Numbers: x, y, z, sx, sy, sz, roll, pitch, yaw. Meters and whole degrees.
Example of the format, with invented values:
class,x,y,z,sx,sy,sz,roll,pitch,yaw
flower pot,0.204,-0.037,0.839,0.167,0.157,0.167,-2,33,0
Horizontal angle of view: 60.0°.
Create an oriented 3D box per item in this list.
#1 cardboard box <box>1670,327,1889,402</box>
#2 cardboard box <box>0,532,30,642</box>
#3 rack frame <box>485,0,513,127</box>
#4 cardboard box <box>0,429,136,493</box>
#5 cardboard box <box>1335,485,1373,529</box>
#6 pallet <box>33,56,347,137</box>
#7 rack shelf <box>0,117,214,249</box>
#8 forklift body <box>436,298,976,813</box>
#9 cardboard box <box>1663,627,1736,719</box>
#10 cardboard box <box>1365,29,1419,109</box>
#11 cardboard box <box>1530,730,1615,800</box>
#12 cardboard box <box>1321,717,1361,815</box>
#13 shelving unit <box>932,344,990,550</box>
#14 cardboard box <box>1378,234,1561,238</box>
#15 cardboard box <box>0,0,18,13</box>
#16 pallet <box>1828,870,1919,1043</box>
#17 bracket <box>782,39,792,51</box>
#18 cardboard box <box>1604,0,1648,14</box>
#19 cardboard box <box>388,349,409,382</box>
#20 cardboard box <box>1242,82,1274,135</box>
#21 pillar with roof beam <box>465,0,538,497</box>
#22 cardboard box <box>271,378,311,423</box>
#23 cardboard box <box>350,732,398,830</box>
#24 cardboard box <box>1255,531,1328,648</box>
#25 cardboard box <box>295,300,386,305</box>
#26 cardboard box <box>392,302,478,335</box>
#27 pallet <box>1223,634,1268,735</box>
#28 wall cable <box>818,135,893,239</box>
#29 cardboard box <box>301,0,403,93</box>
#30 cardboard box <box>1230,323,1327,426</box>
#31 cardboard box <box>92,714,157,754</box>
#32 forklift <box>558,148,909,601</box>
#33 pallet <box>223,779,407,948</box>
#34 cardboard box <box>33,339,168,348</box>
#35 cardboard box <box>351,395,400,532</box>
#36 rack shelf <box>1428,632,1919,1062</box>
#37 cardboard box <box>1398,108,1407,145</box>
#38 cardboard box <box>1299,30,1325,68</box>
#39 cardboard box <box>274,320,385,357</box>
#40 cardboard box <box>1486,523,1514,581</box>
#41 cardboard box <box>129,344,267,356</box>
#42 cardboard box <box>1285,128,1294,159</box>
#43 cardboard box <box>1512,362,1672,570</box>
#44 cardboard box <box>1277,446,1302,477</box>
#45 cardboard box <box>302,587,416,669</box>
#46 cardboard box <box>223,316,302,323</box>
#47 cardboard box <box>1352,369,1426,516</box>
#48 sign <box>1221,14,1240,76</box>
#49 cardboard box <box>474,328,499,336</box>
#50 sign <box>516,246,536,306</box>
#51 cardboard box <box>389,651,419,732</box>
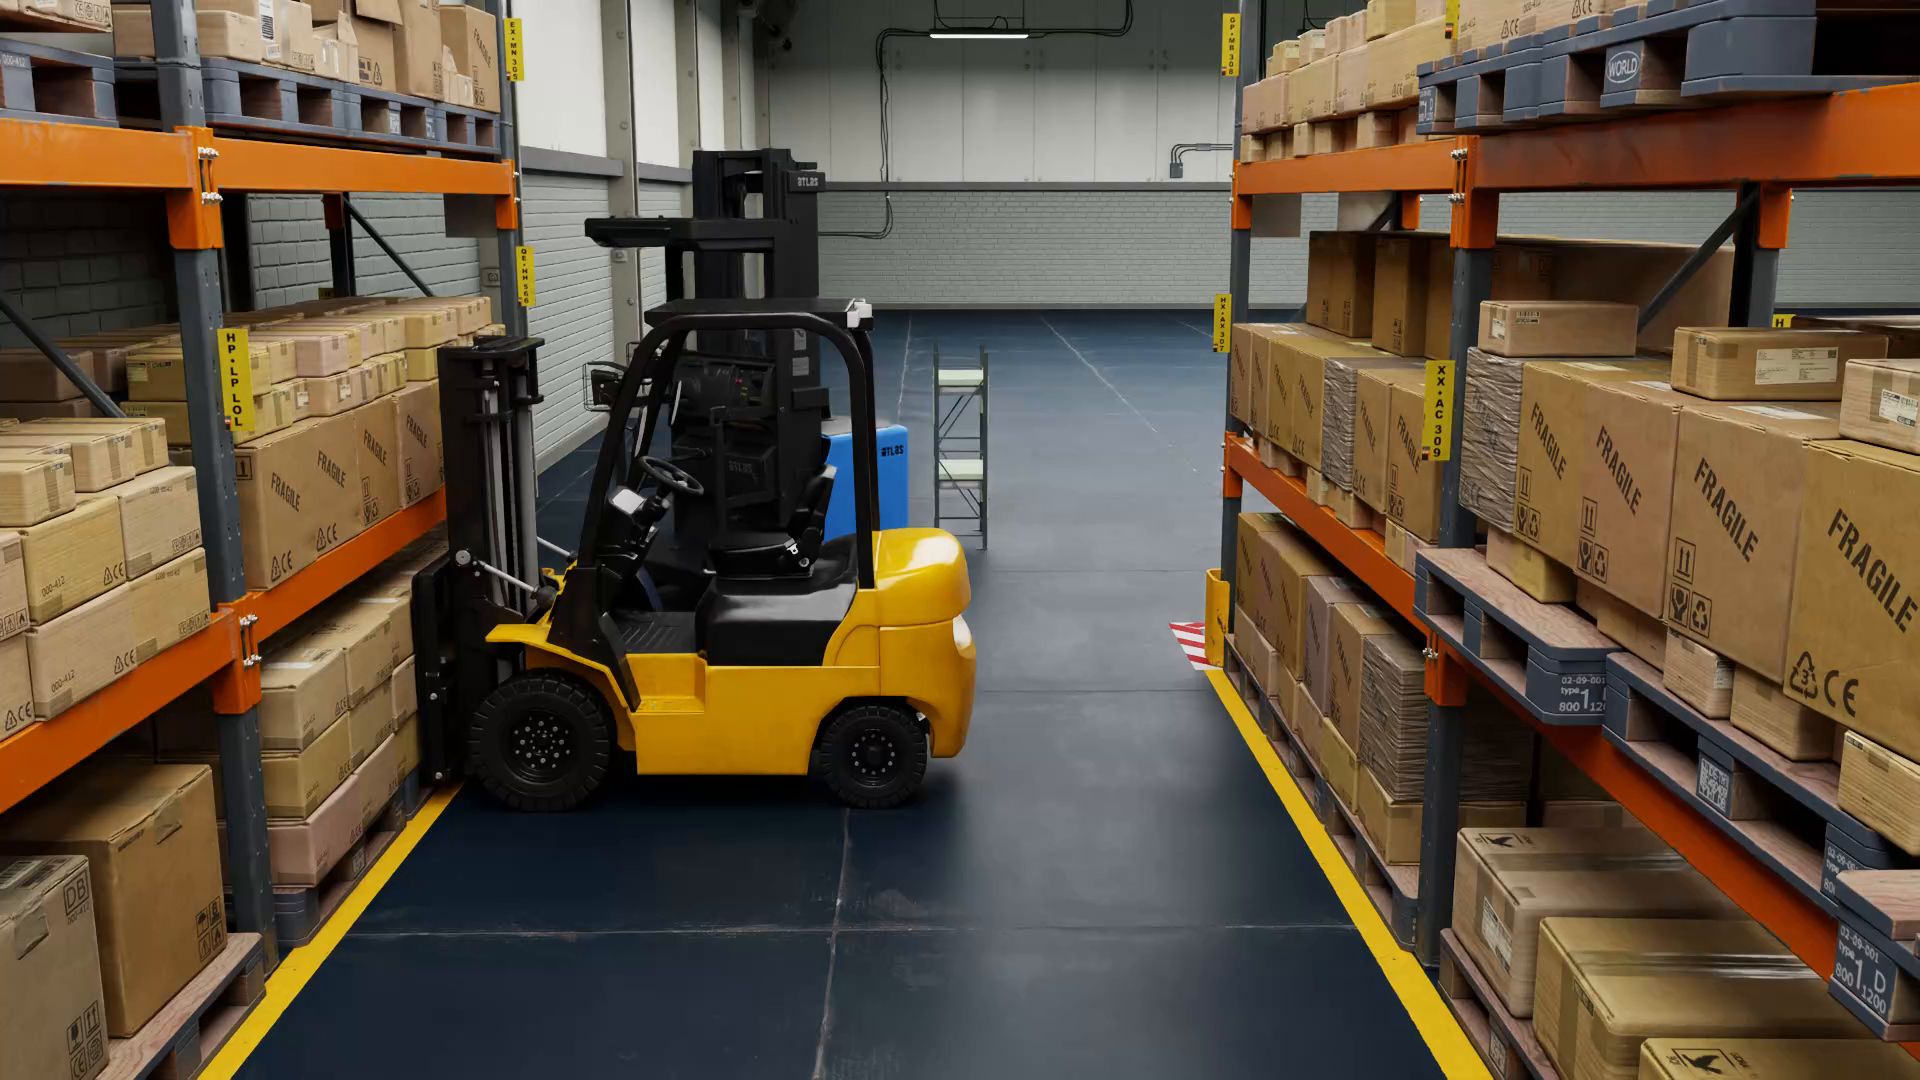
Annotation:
class,x,y,z,sx,sy,sz,roll,pitch,yaw
cardboard box,1.882,-0.408,3.837,0.380,0.149,0.250,0,11,2
cardboard box,-2.573,0.150,3.894,0.500,0.250,0.500,0,11,0
rack frame,-2.944,-3.714,8.732,1.000,3.000,0.127,0,11,-1
cardboard box,-2.609,-0.227,4.752,0.380,0.149,0.250,0,11,-2
cardboard box,1.765,-0.141,6.843,0.380,0.149,0.250,0,11,-2
pallet,-2.905,-1.575,5.955,1.003,0.211,1.213,0,11,-1
rack shelf,-2.820,-0.699,3.223,1.077,0.370,4.000,0,11,-1
forklift body,-1.081,0.012,7.592,2.313,2.155,1.214,0,11,-1
cardboard box,1.796,0.288,3.671,0.380,0.149,0.250,0,11,1
cardboard box,1.811,-1.729,6.123,0.500,0.250,0.500,0,11,-2
cardboard box,2.359,0.656,6.254,0.500,0.500,0.500,0,11,2
cardboard box,1.799,0.920,6.841,0.500,0.250,0.500,-1,11,-3
shelving unit,0.000,-0.736,12.917,0.431,1.500,0.755,0,11,-1
cardboard box,2.363,-1.177,7.804,0.700,0.500,0.500,0,11,-2
cardboard box,-2.535,-1.363,4.013,0.380,0.149,0.250,0,11,-1
pallet,2.062,0.748,2.309,1.213,0.211,1.003,0,11,-1
bracket,-4.154,-11.854,39.805,0.235,0.232,0.430,0,11,-1
cardboard box,1.756,-1.283,3.618,0.500,0.250,0.500,0,11,-2
cardboard box,-2.691,-0.768,7.417,0.380,0.149,0.250,0,11,-2
cardboard box,1.762,-2.236,8.622,0.500,0.250,0.500,0,11,-2
pillar with roof beam,0.349,-4.782,13.998,9.100,9.000,0.400,0,11,-1
cardboard box,-2.645,-0.513,6.161,0.380,0.149,0.250,0,11,-1
cardboard box,-2.567,0.965,6.619,0.500,0.250,0.500,0,11,-2
cardboard box,1.775,0.249,8.258,0.500,0.500,0.500,-1,11,-3
cardboard box,-3.208,-1.166,8.629,0.380,0.149,0.250,0,11,1
cardboard box,-2.658,-1.115,8.381,0.380,0.149,0.250,0,11,0
pallet,2.001,0.748,8.839,1.003,0.211,1.213,0,11,-1
wall cable,-3.190,-8.604,40.649,3.097,2.526,0.112,0,11,-1
cardboard box,-2.796,-2.142,6.960,0.797,0.503,0.637,0,11,1
cardboard box,1.751,-0.894,8.924,0.500,0.500,0.500,0,11,-2
cardboard box,-3.065,0.576,6.020,0.500,0.250,0.500,0,11,0
forklift,-1.695,-1.028,10.754,1.130,2.935,3.031,10,15,40
pallet,-2.836,1.230,6.467,1.003,0.211,1.213,0,11,-1
cardboard box,-3.153,-0.656,6.118,0.380,0.149,0.250,0,11,-2
cardboard box,-2.649,-0.321,6.846,0.500,0.500,0.500,0,11,-2
rack shelf,2.142,0.750,3.625,1.077,0.370,4.000,0,11,-1
cardboard box,1.885,-1.560,6.292,0.380,0.149,0.250,-1,11,-3
cardboard box,1.741,-2.210,7.489,0.380,0.149,0.250,0,11,0
cardboard box,-2.700,-0.861,7.128,0.380,0.149,0.250,0,11,-1
cardboard box,1.796,0.029,4.949,0.380,0.149,0.250,0,11,0
cardboard box,-2.685,-0.607,5.878,0.380,0.149,0.250,0,11,0
cardboard box,1.796,-1.921,8.070,0.380,0.149,0.250,0,11,-2
cardboard box,1.835,-0.206,4.476,0.500,0.500,0.500,0,11,-1
cardboard box,1.760,-0.398,8.110,0.380,0.149,0.250,0,11,0
cardboard box,-2.580,0.375,7.010,0.500,0.250,0.500,0,11,1
cardboard box,-3.148,-0.911,7.375,0.380,0.149,0.250,0,11,-1
cardboard box,1.826,-0.384,6.409,0.500,0.500,0.500,0,11,1
sign,1.476,-2.691,9.037,0.100,0.325,0.005,0,11,-1
cardboard box,-2.622,-1.022,8.670,0.380,0.149,0.250,0,11,0
sign,-2.402,-1.457,9.187,0.100,0.325,0.005,0,11,-1
cardboard box,-2.574,0.621,7.058,0.500,0.250,0.500,0,11,-2
